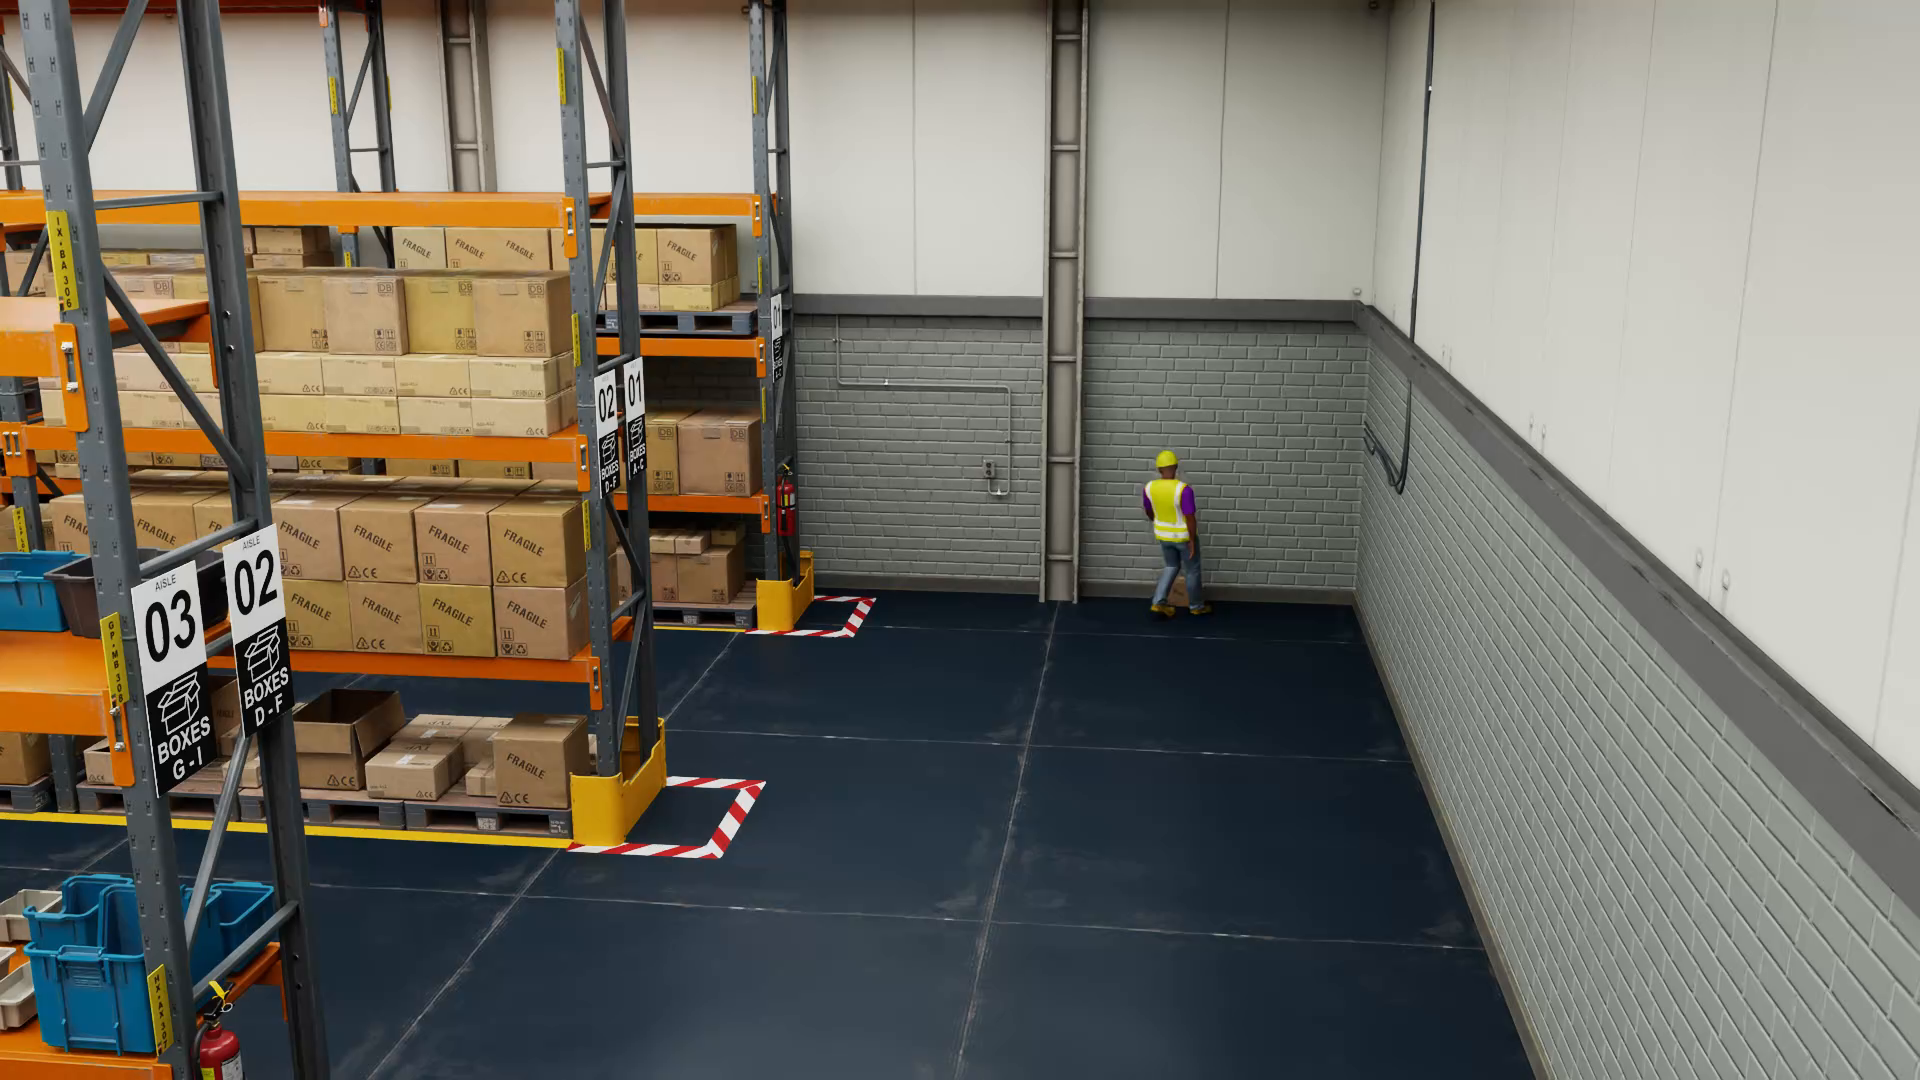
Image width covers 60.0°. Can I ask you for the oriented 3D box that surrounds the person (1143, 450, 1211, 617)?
[{"bbox_3d":[2.177,-0.072,16.363,0.598,1.712,0.785,11,18,36],"label":"person"}]
